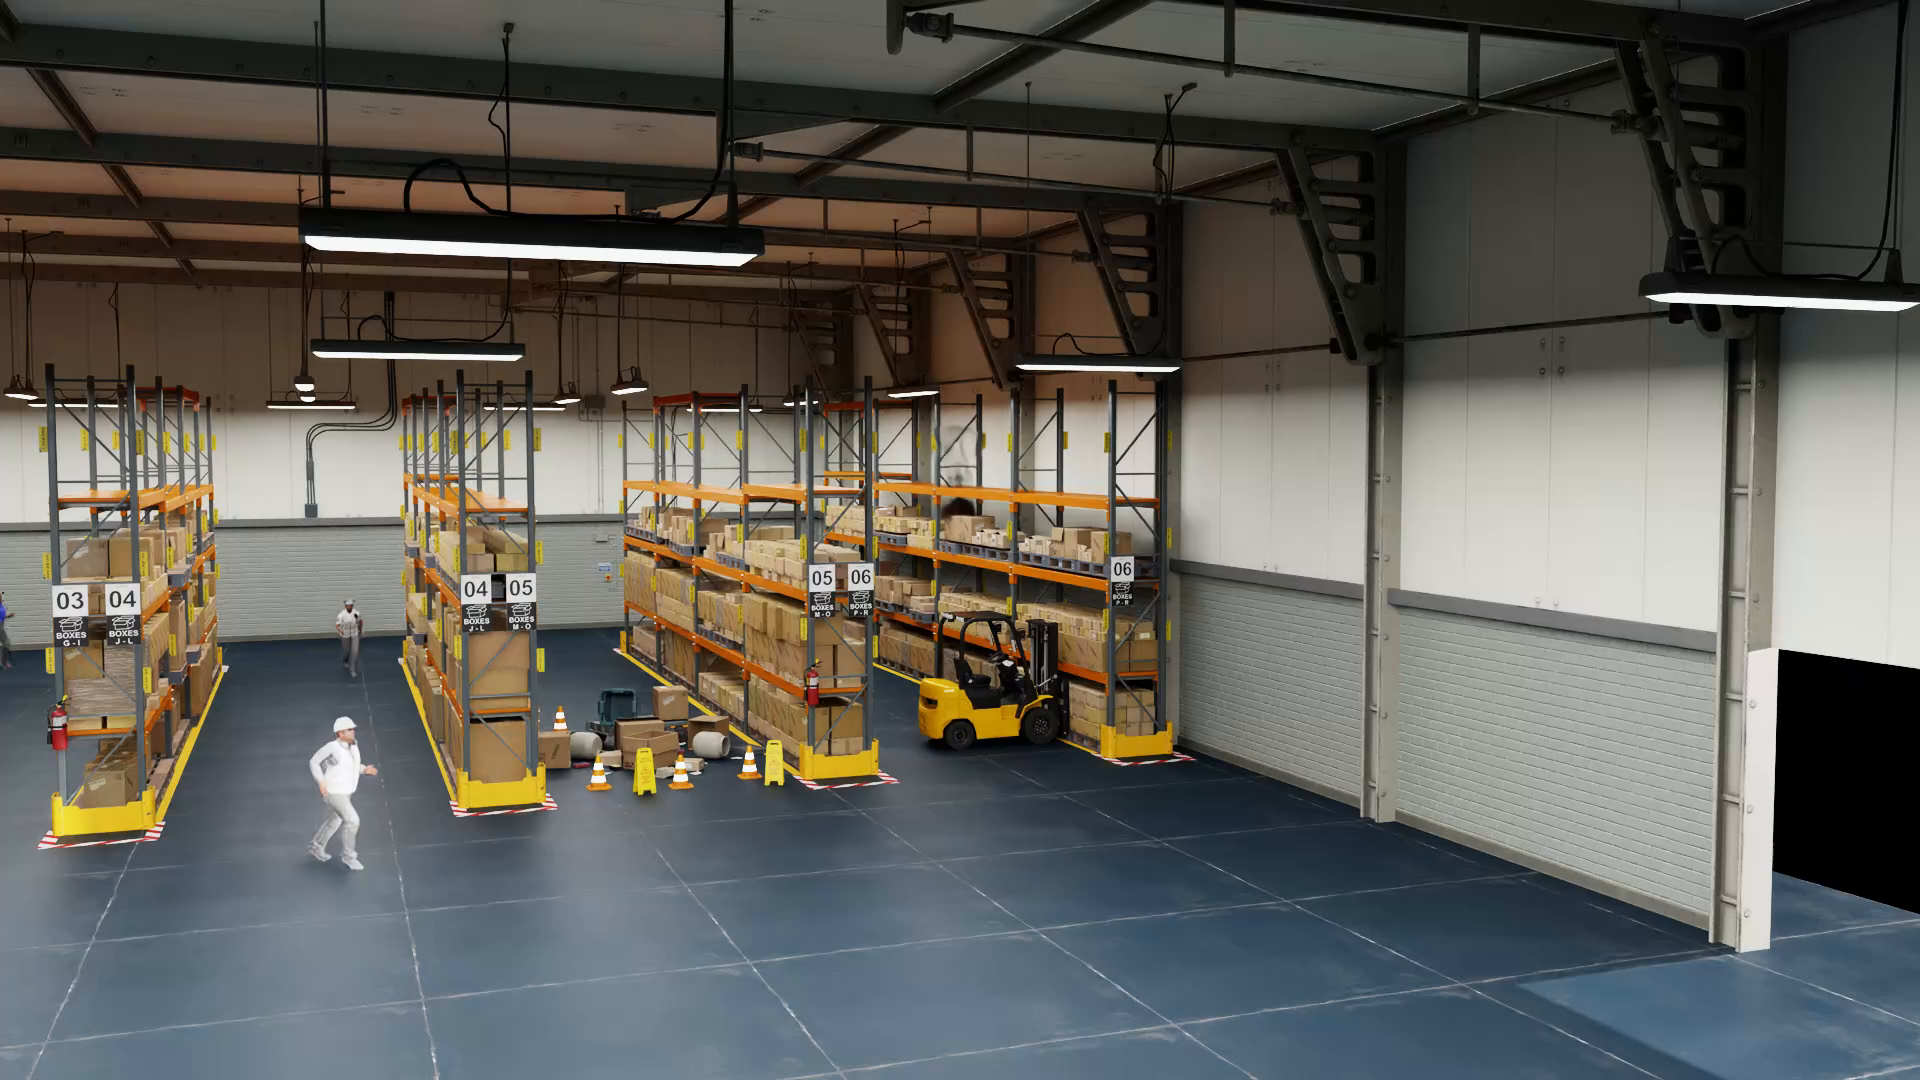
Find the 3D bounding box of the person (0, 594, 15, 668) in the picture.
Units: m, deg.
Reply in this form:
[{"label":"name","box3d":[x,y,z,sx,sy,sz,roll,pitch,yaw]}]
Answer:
[{"label":"person","box3d":[-21.427,2.022,36.992,0.772,1.706,0.546,-1,3,-14]}]

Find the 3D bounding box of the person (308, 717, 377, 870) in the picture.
[{"label":"person","box3d":[-7.317,2.992,19.609,0.891,1.826,0.594,0,3,8]}]

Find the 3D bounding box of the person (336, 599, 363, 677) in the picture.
[{"label":"person","box3d":[-13.164,2.087,35.858,0.573,1.686,0.827,-2,4,-28]}]
